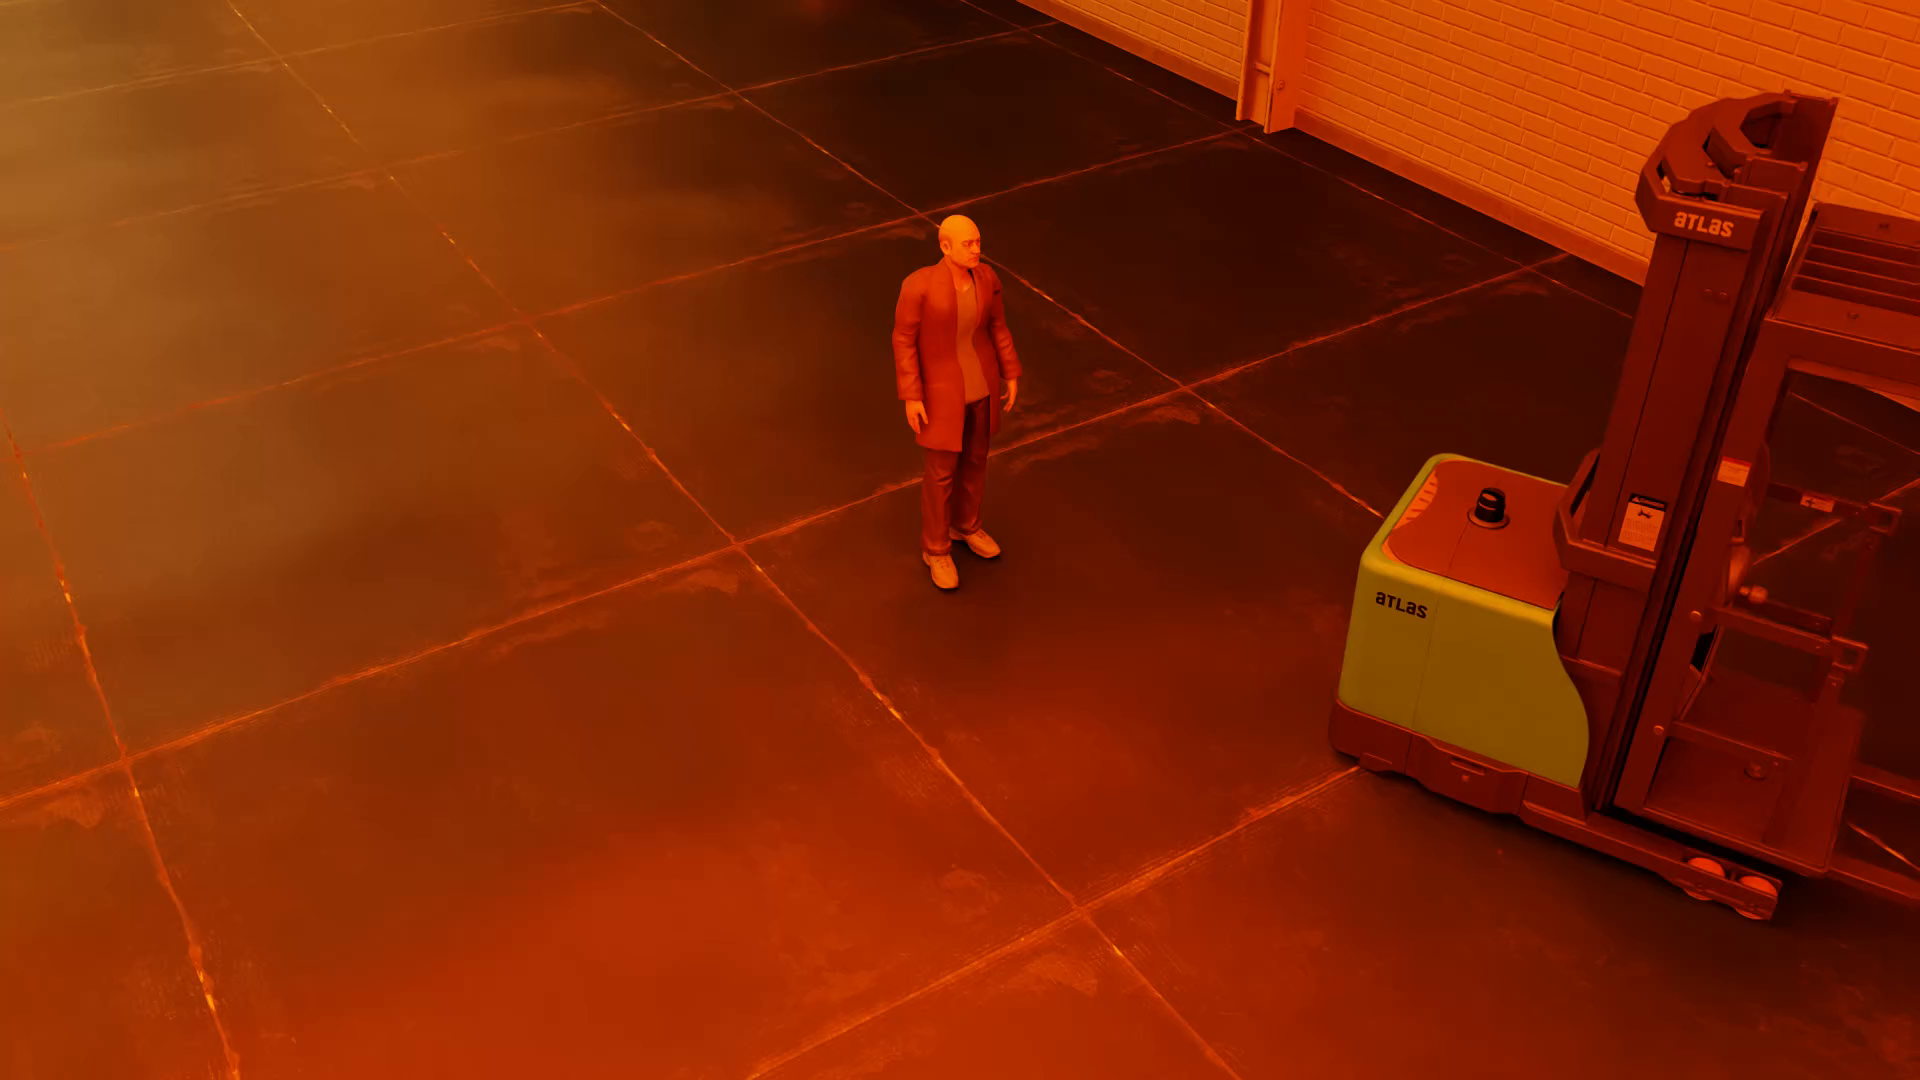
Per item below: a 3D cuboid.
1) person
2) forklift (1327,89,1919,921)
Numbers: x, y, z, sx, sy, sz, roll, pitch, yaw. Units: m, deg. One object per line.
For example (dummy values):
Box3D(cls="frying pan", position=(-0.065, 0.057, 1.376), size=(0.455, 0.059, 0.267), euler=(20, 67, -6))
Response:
Box3D(cls="person", position=(0.045, -0.688, 8.118), size=(0.696, 1.775, 0.582), euler=(-21, 40, -27))
Box3D(cls="forklift", position=(3.149, -0.055, 6.226), size=(3.031, 2.935, 1.130), euler=(19, 39, 25))
